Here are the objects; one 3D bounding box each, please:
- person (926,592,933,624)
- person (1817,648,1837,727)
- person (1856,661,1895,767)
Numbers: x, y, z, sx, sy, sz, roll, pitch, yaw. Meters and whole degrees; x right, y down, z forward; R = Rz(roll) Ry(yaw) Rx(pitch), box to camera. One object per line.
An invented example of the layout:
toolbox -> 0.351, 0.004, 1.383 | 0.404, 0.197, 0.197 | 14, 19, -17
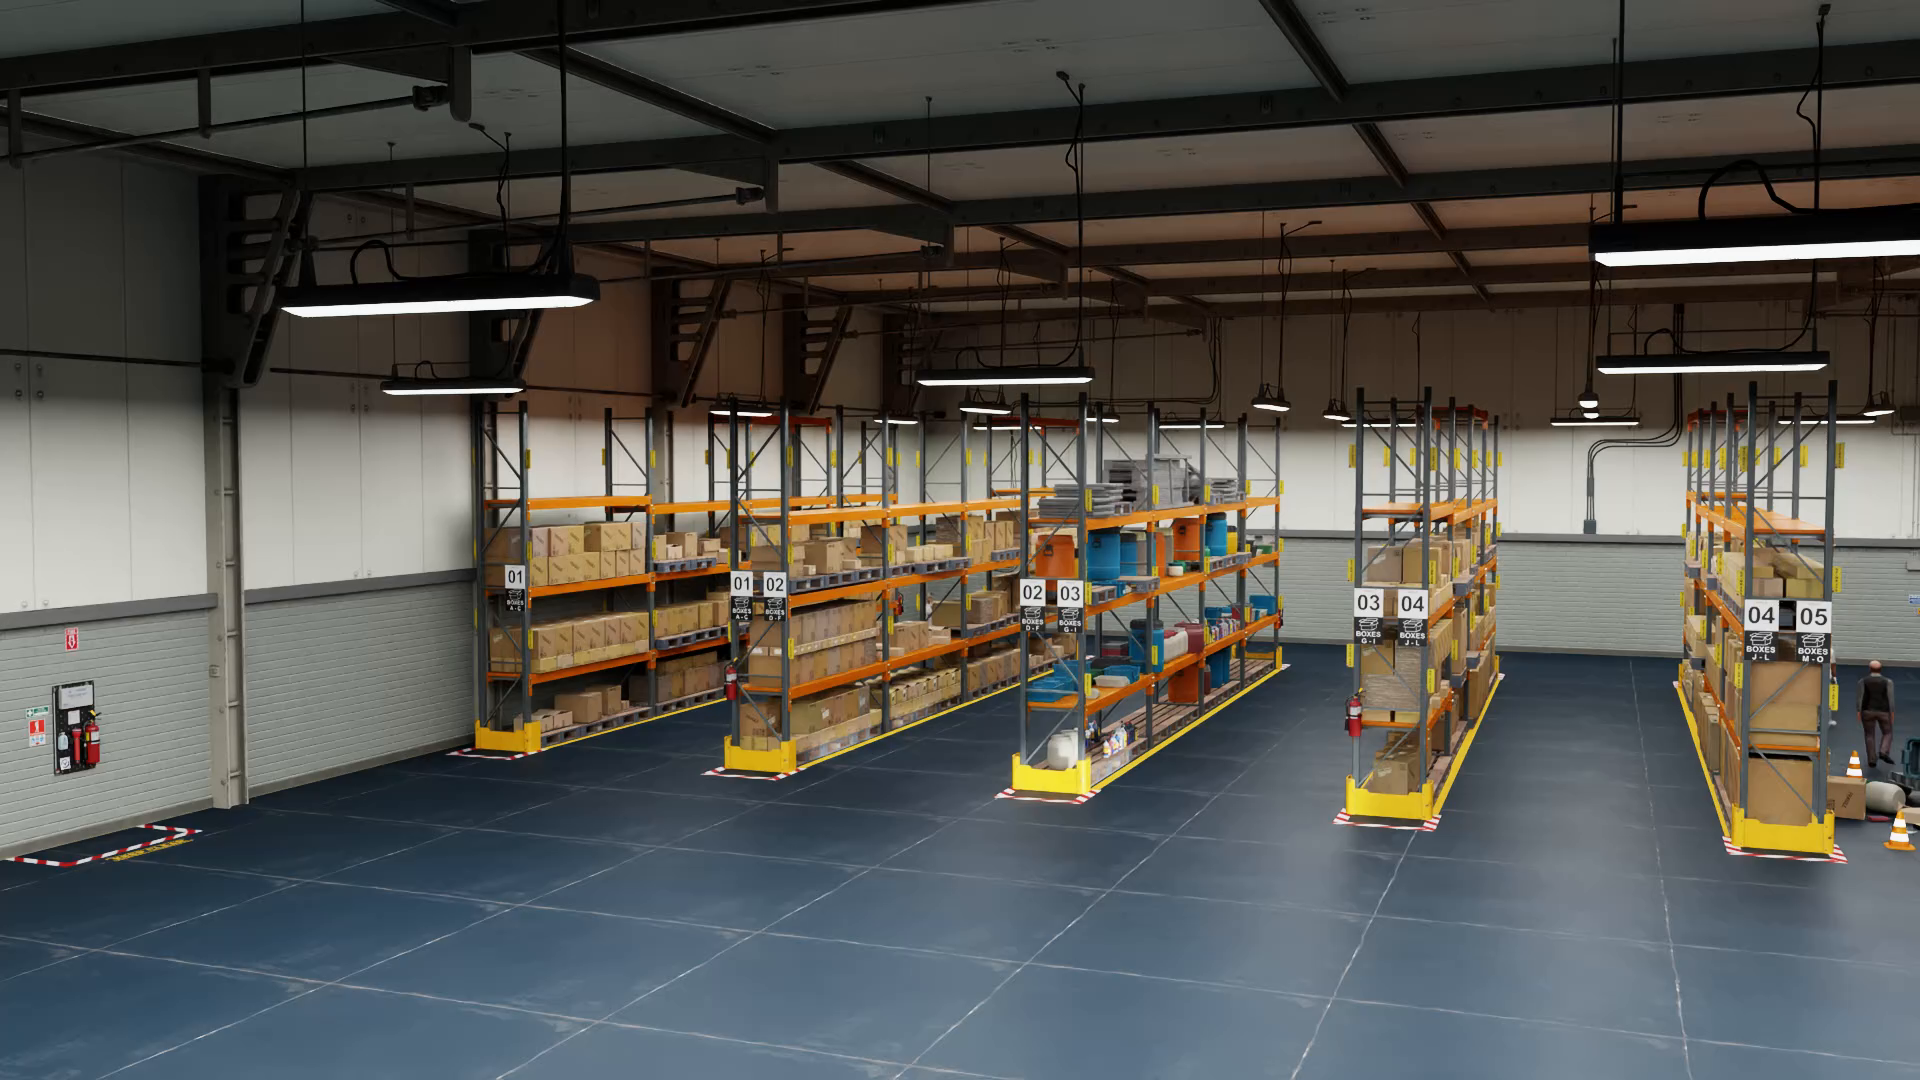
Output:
person -> -0.731, 2.120, 42.095 | 0.492, 1.637, 0.871 | 1, 3, 18
person -> 16.066, 2.605, 31.082 | 0.583, 1.784, 0.553 | 1, 3, 20
person -> 14.899, 2.829, 27.054 | 0.571, 1.720, 0.506 | 1, 3, 27
